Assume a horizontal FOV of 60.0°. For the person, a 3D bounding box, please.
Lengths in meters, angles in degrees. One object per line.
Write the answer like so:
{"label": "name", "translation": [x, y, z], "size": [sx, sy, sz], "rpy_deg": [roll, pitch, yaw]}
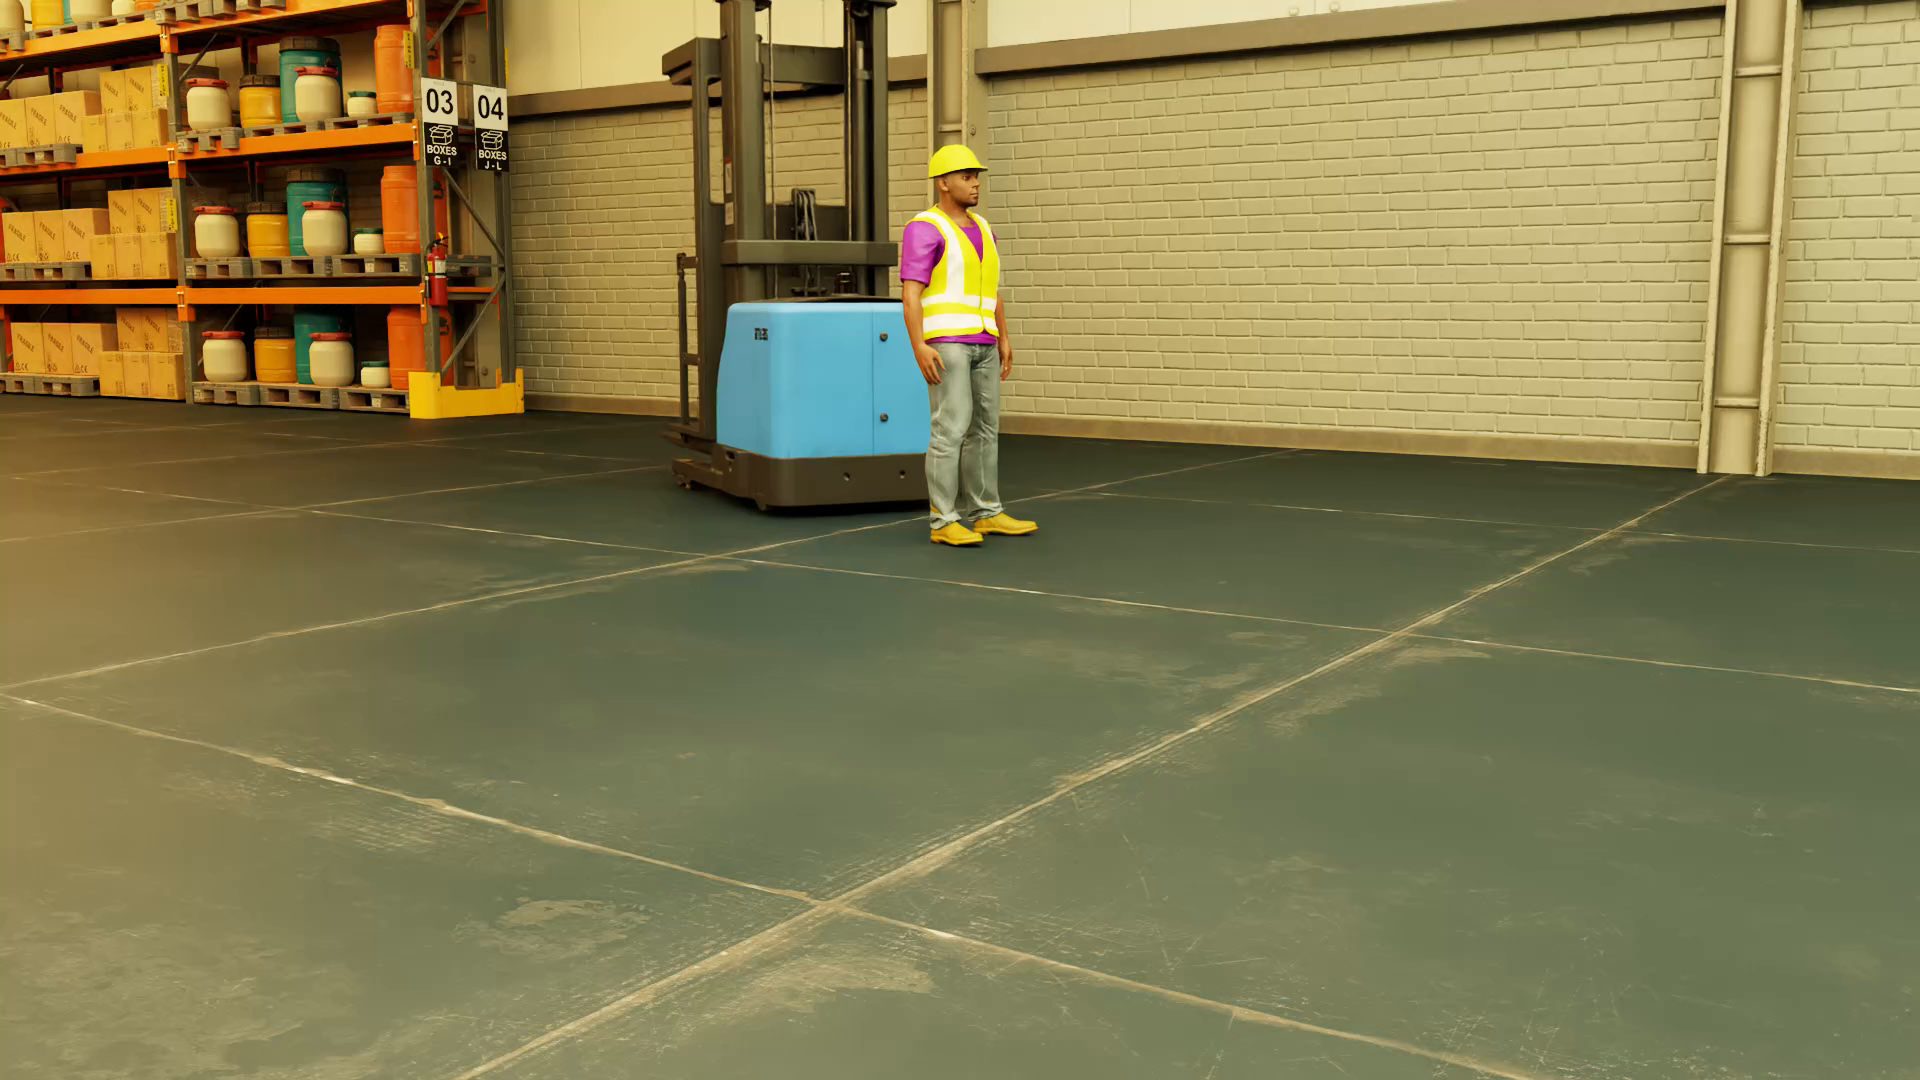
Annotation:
{"label": "person", "translation": [0.016, -0.877, 7.498], "size": [0.426, 1.769, 0.686], "rpy_deg": [5, 10, 34]}

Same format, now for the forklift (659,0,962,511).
{"label": "forklift", "translation": [-1.059, -1.765, 9.606], "size": [1.130, 2.935, 3.031], "rpy_deg": [-4, 9, -24]}
